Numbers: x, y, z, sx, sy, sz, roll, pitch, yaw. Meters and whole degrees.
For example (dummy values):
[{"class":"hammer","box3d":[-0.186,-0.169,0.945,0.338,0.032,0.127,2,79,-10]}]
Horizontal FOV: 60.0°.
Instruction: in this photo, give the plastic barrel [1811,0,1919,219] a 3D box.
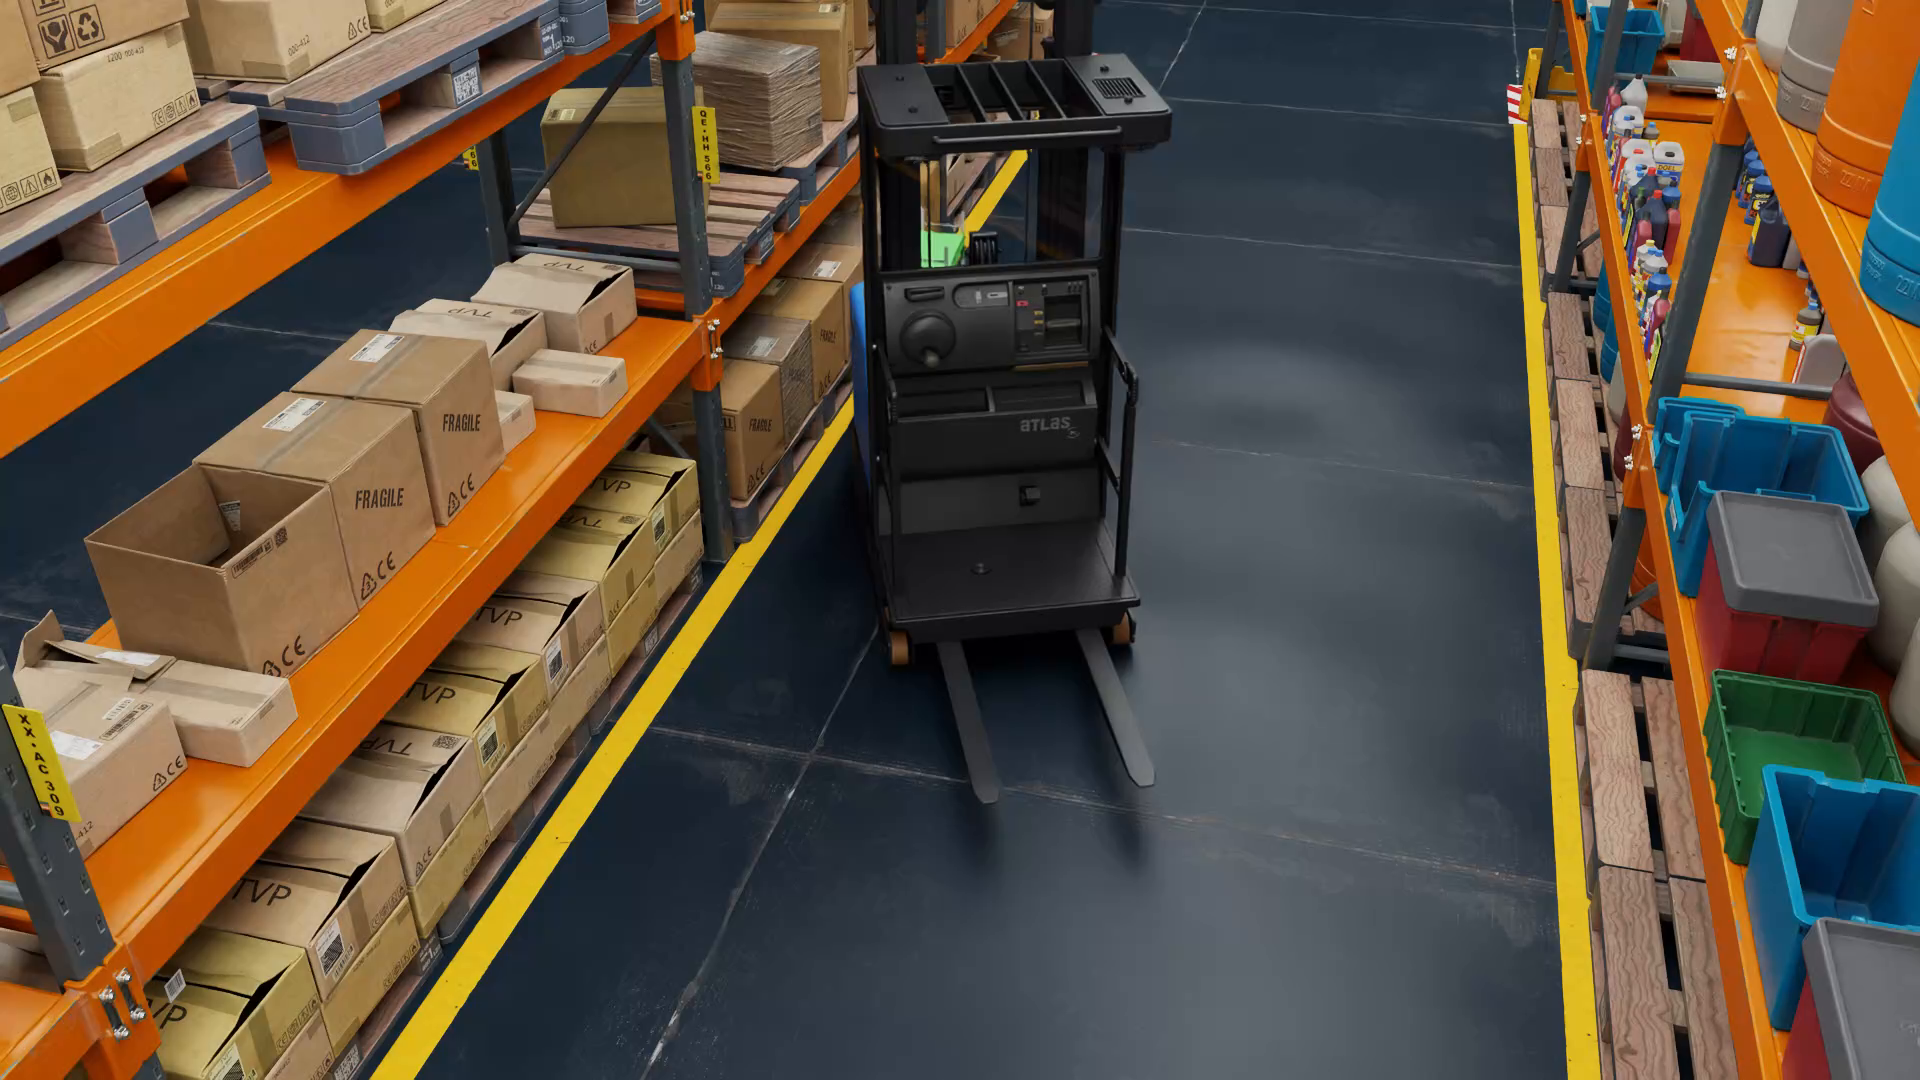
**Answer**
[{"class":"plastic barrel","box3d":[2.603,-1.277,4.266,0.600,0.830,0.708,8,33,12]}]

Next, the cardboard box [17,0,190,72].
[{"class":"cardboard box","box3d":[-2.301,-1.476,4.029,0.500,0.500,0.500,11,34,17]}]

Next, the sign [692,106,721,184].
[{"class":"sign","box3d":[-1.065,-1.657,6.981,0.100,0.325,0.005,8,33,12]}]

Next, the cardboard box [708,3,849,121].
[{"class":"cardboard box","box3d":[-0.977,-2.612,9.078,0.700,0.500,0.500,0,32,0]}]

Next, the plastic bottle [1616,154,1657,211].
[{"class":"plastic bottle","box3d":[3.423,-1.800,8.401,0.152,0.276,0.135,8,33,12]}]

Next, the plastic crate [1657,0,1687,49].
[{"class":"plastic crate","box3d":[4.768,-3.384,10.832,0.437,0.282,0.530,8,33,12]}]

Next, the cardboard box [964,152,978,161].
[{"class":"cardboard box","box3d":[-0.062,-2.946,12.320,0.380,0.166,0.250,8,33,12]}]

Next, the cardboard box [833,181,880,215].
[{"class":"cardboard box","box3d":[-0.569,-1.898,10.360,0.500,0.500,0.500,8,33,13]}]

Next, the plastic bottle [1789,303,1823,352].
[{"class":"plastic bottle","box3d":[3.602,-0.910,7.070,0.097,0.201,0.097,0,32,0]}]

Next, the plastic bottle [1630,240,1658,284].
[{"class":"plastic bottle","box3d":[3.156,-1.281,7.654,0.097,0.201,0.097,0,32,0]}]

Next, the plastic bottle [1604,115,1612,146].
[{"class":"plastic bottle","box3d":[3.651,-2.294,9.247,0.097,0.201,0.097,0,32,0]}]

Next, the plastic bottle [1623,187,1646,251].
[{"class":"plastic bottle","box3d":[3.248,-1.543,7.990,0.061,0.283,0.133,8,33,12]}]

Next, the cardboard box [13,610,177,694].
[{"class":"cardboard box","box3d":[-2.573,0.409,4.936,0.396,0.266,0.258,7,33,11]}]

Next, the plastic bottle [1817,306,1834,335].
[{"class":"plastic bottle","box3d":[3.727,-0.934,7.039,0.152,0.276,0.135,8,33,12]}]

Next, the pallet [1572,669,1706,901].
[{"class":"pallet","box3d":[2.953,1.008,6.468,1.003,0.211,1.213,8,33,12]}]

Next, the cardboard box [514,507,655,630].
[{"class":"cardboard box","box3d":[-1.623,0.080,6.976,0.500,0.311,0.500,8,33,12]}]

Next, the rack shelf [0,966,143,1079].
[{"class":"rack shelf","box3d":[-3.126,2.175,2.703,1.077,0.370,4.000,8,33,12]}]

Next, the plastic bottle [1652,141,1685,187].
[{"class":"plastic bottle","box3d":[3.629,-1.900,8.558,0.152,0.276,0.135,8,33,12]}]

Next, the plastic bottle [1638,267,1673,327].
[{"class":"plastic bottle","box3d":[3.032,-1.058,7.238,0.097,0.271,0.097,0,32,0]}]

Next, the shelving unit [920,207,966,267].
[{"class":"shelving unit","box3d":[-0.136,-1.106,8.872,0.258,1.200,0.503,5,33,8]}]

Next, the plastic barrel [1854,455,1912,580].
[{"class":"plastic barrel","box3d":[3.133,-0.050,5.429,0.421,0.512,0.421,0,32,0]}]

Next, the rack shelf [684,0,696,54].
[{"class":"rack shelf","box3d":[-1.095,-3.242,8.429,1.077,0.370,4.000,8,33,12]}]

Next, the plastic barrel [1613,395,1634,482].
[{"class":"plastic barrel","box3d":[3.582,-0.568,8.203,0.600,0.588,0.708,8,33,12]}]

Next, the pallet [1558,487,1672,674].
[{"class":"pallet","box3d":[3.347,0.196,7.745,1.003,0.211,1.213,8,33,12]}]

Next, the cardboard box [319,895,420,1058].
[{"class":"cardboard box","box3d":[-2.145,1.376,5.461,0.500,0.250,0.500,9,33,14]}]

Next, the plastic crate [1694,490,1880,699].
[{"class":"plastic crate","box3d":[2.481,0.204,5.073,0.402,0.464,0.583,8,33,12]}]

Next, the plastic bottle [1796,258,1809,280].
[{"class":"plastic bottle","box3d":[3.959,-1.348,7.694,0.097,0.271,0.097,0,32,0]}]

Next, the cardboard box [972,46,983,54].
[{"class":"cardboard box","box3d":[-0.112,-3.916,13.766,0.500,0.250,0.500,8,33,12]}]

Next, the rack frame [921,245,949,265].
[{"class":"rack frame","box3d":[-0.177,-0.977,8.669,0.240,1.200,0.015,5,33,8]}]

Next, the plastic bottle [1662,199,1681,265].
[{"class":"plastic bottle","box3d":[3.354,-1.454,7.850,0.061,0.283,0.133,8,33,12]}]

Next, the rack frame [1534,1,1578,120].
[{"class":"rack frame","box3d":[5.217,-4.717,12.874,1.000,3.000,0.127,8,33,12]}]

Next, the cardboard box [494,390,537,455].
[{"class":"cardboard box","box3d":[-1.872,-0.467,6.422,0.380,0.149,0.250,10,34,16]}]

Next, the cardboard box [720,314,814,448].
[{"class":"cardboard box","box3d":[-1.084,-0.843,8.699,0.500,0.500,0.500,7,33,11]}]

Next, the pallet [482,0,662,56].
[{"class":"pallet","box3d":[-1.689,-2.064,6.081,1.213,0.211,1.003,10,34,15]}]

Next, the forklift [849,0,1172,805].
[{"class":"forklift","box3d":[0.175,-0.884,6.909,1.130,2.935,3.031,-5,33,-8]}]

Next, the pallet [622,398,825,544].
[{"class":"pallet","box3d":[-1.377,-0.448,8.757,1.003,0.211,1.213,8,33,12]}]

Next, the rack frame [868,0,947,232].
[{"class":"rack frame","box3d":[-0.588,-3.318,10.673,1.000,3.000,0.127,8,33,12]}]

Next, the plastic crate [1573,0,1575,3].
[{"class":"plastic crate","box3d":[4.502,-3.905,11.697,0.416,0.233,0.300,8,33,12]}]

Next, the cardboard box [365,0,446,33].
[{"class":"cardboard box","box3d":[-1.935,-1.809,5.252,0.500,0.250,0.500,7,33,11]}]

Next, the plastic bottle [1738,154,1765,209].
[{"class":"plastic bottle","box3d":[4.035,-1.825,8.444,0.097,0.271,0.097,0,32,0]}]

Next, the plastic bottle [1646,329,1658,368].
[{"class":"plastic bottle","box3d":[2.924,-0.807,6.909,0.097,0.201,0.097,0,32,0]}]

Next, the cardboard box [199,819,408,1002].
[{"class":"cardboard box","box3d":[-2.140,1.141,5.309,0.500,0.311,0.500,8,33,12]}]

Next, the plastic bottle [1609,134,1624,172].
[{"class":"plastic bottle","box3d":[3.543,-2.072,8.899,0.097,0.201,0.097,0,32,0]}]

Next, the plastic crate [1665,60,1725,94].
[{"class":"plastic crate","box3d":[4.459,-2.778,10.013,0.396,0.136,0.243,8,33,12]}]

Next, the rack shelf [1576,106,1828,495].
[{"class":"rack shelf","box3d":[3.695,-1.300,8.170,1.077,0.370,4.000,8,33,12]}]

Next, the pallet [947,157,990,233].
[{"class":"pallet","box3d":[-0.413,-2.497,11.982,1.003,0.211,1.213,8,33,12]}]

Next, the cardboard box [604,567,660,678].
[{"class":"cardboard box","box3d":[-1.628,0.315,7.130,0.500,0.250,0.500,8,33,12]}]

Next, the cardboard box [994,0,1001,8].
[{"class":"cardboard box","box3d":[0.061,-4.113,11.830,0.500,0.500,0.500,8,33,12]}]
